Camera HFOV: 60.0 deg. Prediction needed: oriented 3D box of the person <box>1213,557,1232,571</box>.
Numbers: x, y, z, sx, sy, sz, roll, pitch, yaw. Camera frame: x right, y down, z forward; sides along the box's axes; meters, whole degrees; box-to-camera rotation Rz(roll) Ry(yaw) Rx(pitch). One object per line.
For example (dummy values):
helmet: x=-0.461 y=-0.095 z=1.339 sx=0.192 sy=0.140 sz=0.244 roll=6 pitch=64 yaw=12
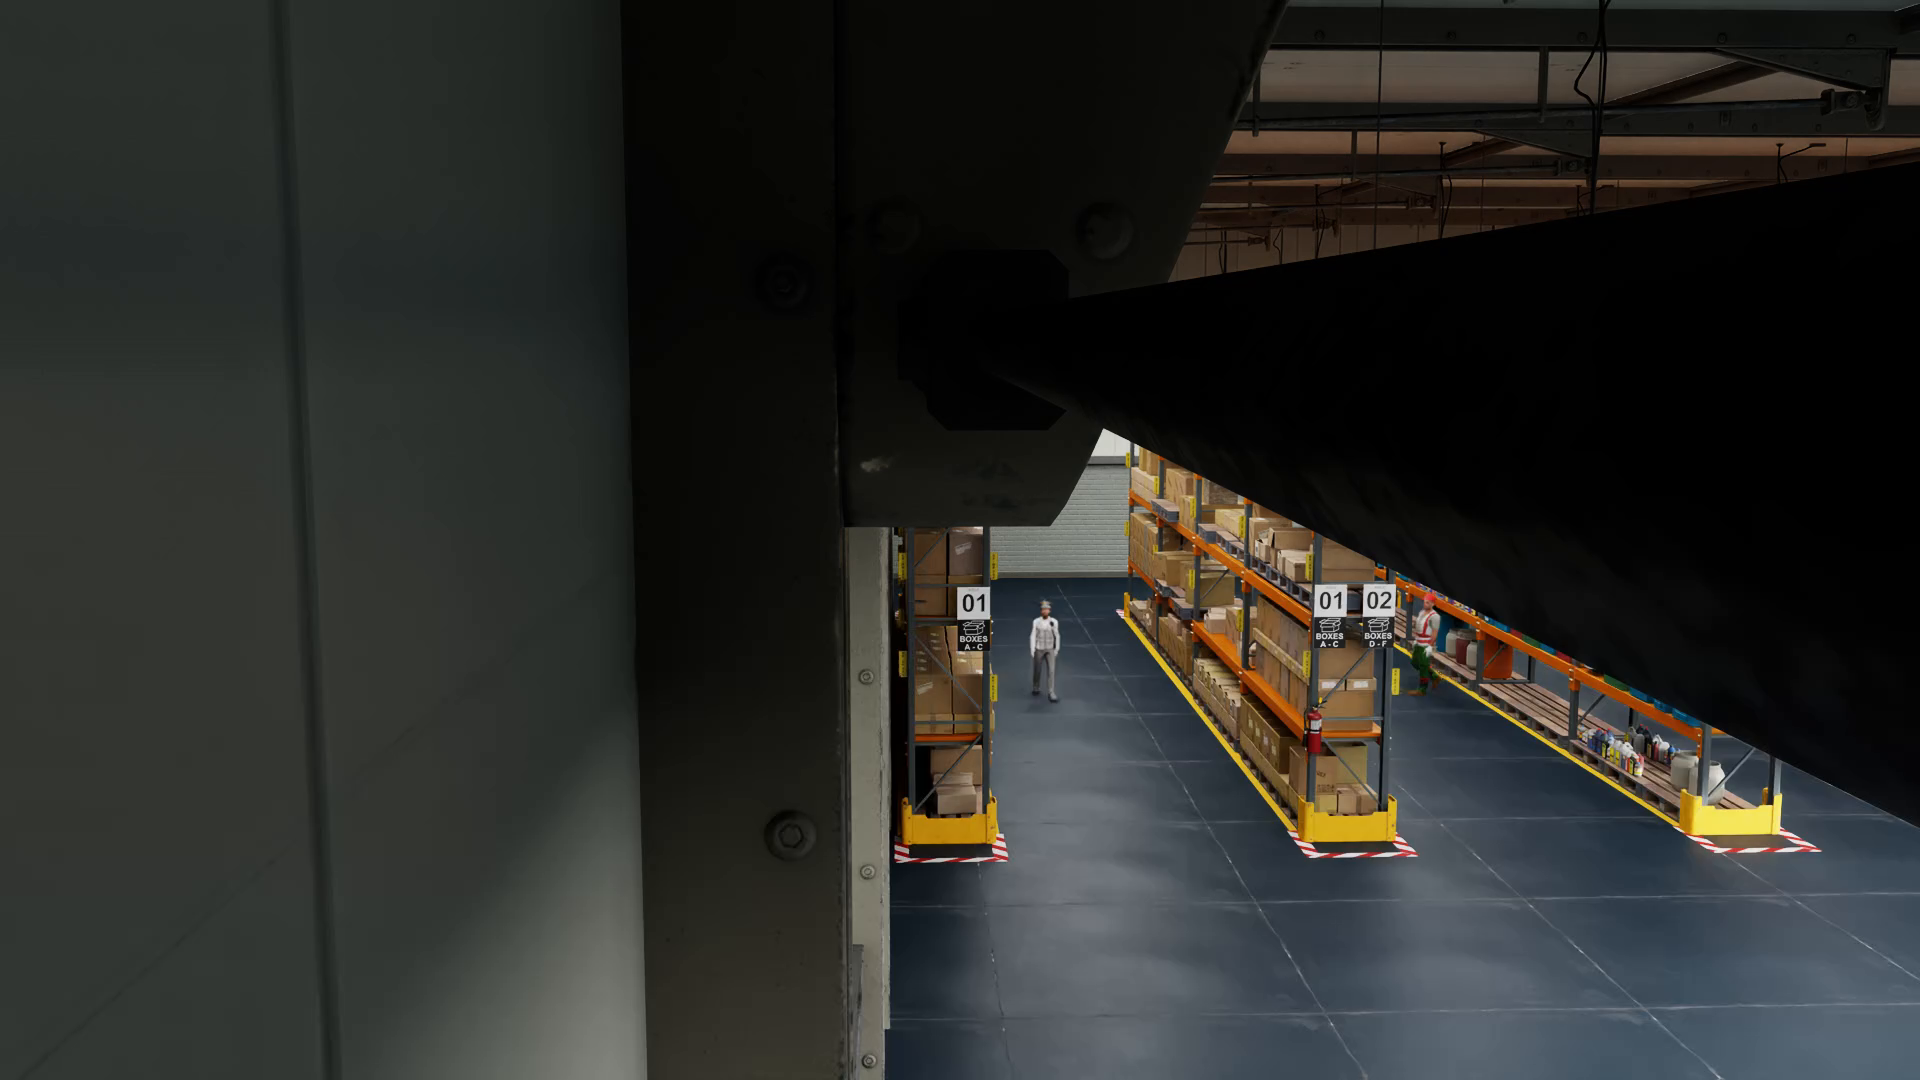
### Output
person: x=6.424 y=0.318 z=40.487 sx=0.465 sy=1.689 sz=0.431 roll=-2 pitch=8 yaw=-17

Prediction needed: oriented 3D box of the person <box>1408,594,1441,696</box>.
person: x=7.995 y=1.799 z=28.460 sx=0.572 sy=1.789 sz=0.560 roll=1 pitch=7 yaw=5

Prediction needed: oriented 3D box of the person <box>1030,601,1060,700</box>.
person: x=1.457 y=1.863 z=28.469 sx=0.556 sy=1.641 sz=0.958 roll=-1 pitch=7 yaw=-9
